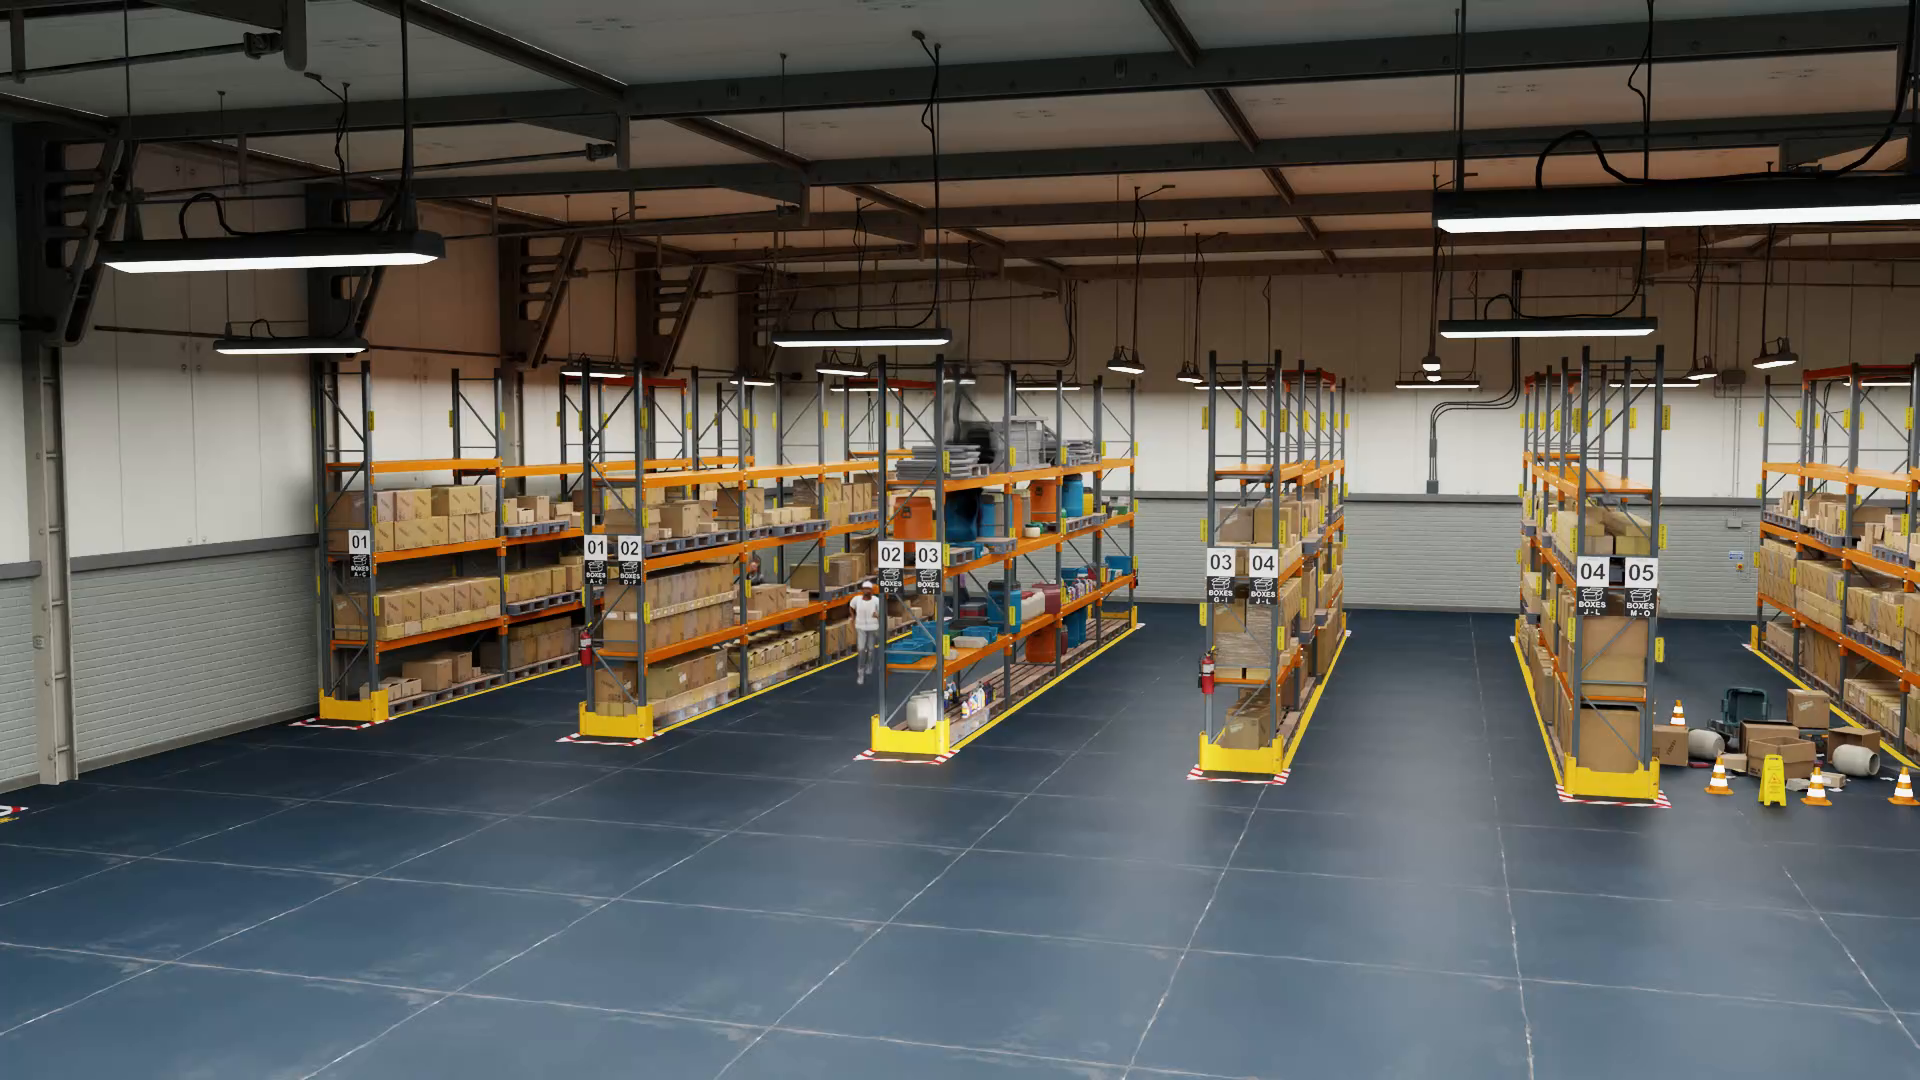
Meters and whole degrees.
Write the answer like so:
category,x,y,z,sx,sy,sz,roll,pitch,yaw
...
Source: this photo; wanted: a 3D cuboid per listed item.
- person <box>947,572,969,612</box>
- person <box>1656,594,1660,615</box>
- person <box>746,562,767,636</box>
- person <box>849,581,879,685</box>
category,x,y,z,sx,sy,sz,roll,pitch,yaw
person,-0.104,1.251,42.638,0.683,1.476,0.584,3,5,32
person,14.369,1.582,35.123,0.660,1.767,0.970,1,4,7
person,-4.812,1.378,38.840,0.668,1.716,0.758,1,4,10
person,-1.704,1.682,30.449,0.674,1.879,0.757,0,4,-1
